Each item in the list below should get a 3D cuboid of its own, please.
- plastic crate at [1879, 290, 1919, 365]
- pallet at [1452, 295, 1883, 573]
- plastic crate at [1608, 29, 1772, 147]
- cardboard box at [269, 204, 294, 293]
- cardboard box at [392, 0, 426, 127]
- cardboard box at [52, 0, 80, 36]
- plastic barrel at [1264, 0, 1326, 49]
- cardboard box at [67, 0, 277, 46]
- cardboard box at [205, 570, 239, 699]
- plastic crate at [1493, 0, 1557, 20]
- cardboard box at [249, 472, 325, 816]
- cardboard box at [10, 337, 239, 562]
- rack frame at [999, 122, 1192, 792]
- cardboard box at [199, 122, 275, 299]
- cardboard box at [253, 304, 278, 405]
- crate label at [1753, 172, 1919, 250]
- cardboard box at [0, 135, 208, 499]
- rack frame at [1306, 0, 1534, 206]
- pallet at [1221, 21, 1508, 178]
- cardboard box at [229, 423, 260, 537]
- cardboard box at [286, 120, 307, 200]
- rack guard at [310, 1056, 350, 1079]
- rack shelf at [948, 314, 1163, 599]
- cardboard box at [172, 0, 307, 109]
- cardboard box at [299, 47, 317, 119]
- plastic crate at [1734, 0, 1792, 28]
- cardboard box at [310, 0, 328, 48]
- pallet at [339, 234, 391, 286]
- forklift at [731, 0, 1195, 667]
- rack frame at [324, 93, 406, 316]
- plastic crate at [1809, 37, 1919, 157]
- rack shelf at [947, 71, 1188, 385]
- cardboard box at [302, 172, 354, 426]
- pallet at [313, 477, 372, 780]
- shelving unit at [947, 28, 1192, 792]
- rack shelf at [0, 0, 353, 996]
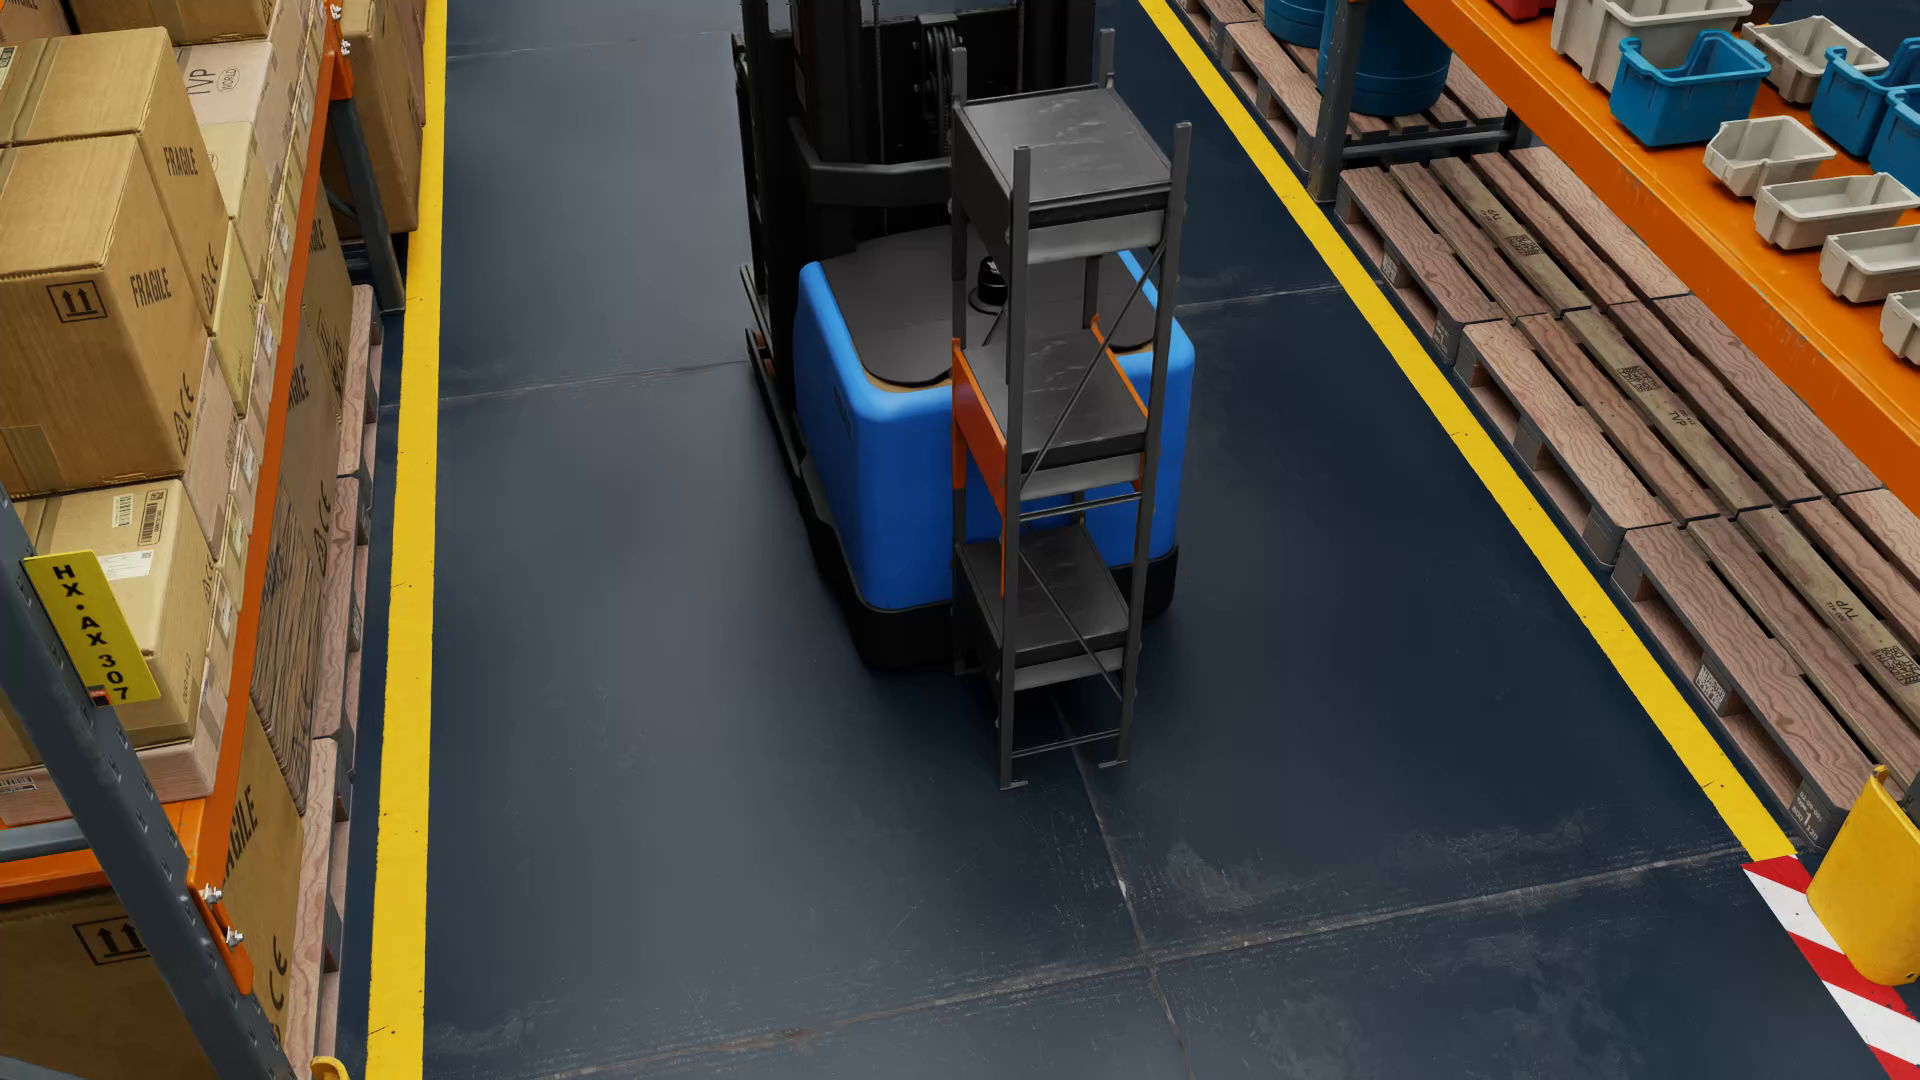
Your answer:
[{"bbox_3d":[2.579,-0.564,4.279,0.396,0.136,0.243,-8,42,-9],"label":"plastic crate"},{"bbox_3d":[2.531,-0.424,6.068,1.003,0.211,1.213,-8,42,-9],"label":"pallet"},{"bbox_3d":[2.238,-1.391,5.139,0.416,0.233,0.300,-8,42,-9],"label":"plastic crate"},{"bbox_3d":[-2.051,-0.778,4.556,0.380,0.149,0.250,-8,42,-9],"label":"cardboard box"},{"bbox_3d":[-3.120,-2.374,7.449,1.225,0.875,0.875,-10,43,-11],"label":"cardboard box"},{"bbox_3d":[-2.816,-1.688,4.717,0.500,0.500,0.500,-8,42,-9],"label":"cardboard box"},{"bbox_3d":[1.814,-2.916,8.040,0.600,0.901,0.708,-8,42,-9],"label":"plastic barrel"},{"bbox_3d":[-2.304,-1.771,4.809,0.500,0.500,0.500,-8,42,-9],"label":"cardboard box"},{"bbox_3d":[-1.716,0.223,3.428,0.380,0.149,0.250,-9,42,-10],"label":"cardboard box"},{"bbox_3d":[2.016,-2.162,5.832,0.402,0.464,0.583,-8,42,-9],"label":"plastic crate"},{"bbox_3d":[-2.318,0.217,4.530,0.875,0.875,0.875,-8,42,-9],"label":"cardboard box"},{"bbox_3d":[-1.864,-0.168,3.569,0.500,0.250,0.500,-9,42,-10],"label":"cardboard box"},{"bbox_3d":[0.308,-0.081,4.260,0.400,2.100,0.015,-11,43,-12],"label":"rack frame"},{"bbox_3d":[-2.086,-0.832,4.317,0.500,0.250,0.500,-9,42,-10],"label":"cardboard box"},{"bbox_3d":[-1.939,-0.444,4.180,0.380,0.149,0.250,-9,42,-10],"label":"cardboard box"},{"bbox_3d":[2.446,-0.931,4.692,0.396,0.136,0.243,-8,42,-9],"label":"crate label"},{"bbox_3d":[-1.853,-0.437,3.307,0.500,0.500,0.500,-9,42,-10],"label":"cardboard box"},{"bbox_3d":[2.068,-2.730,6.566,1.000,3.000,0.127,-8,42,-9],"label":"rack frame"},{"bbox_3d":[1.942,-2.193,8.062,1.003,0.211,1.213,-8,42,-9],"label":"pallet"},{"bbox_3d":[-1.829,-0.112,3.806,0.380,0.149,0.250,-9,42,-10],"label":"cardboard box"},{"bbox_3d":[-2.160,-1.109,4.929,0.380,0.149,0.250,-8,42,-8],"label":"cardboard box"},{"bbox_3d":[-1.900,1.523,3.658,1.175,0.500,0.348,-8,42,-9],"label":"rack guard"},{"bbox_3d":[0.241,-0.227,4.444,0.431,0.518,0.480,-11,43,-12],"label":"rack shelf"},{"bbox_3d":[-2.303,-1.492,5.060,0.500,0.250,0.500,-7,42,-8],"label":"cardboard box"},{"bbox_3d":[-2.272,-1.442,5.305,0.380,0.149,0.250,-9,42,-10],"label":"cardboard box"},{"bbox_3d":[2.572,-1.962,5.863,0.437,0.125,0.590,-8,42,-9],"label":"plastic crate"},{"bbox_3d":[-2.383,-1.776,5.680,0.380,0.149,0.250,-8,42,-9],"label":"cardboard box"},{"bbox_3d":[-3.008,-1.467,7.243,1.003,0.211,1.213,-8,42,-9],"label":"pallet"},{"bbox_3d":[-0.200,-1.689,5.445,1.130,2.935,3.031,-11,43,-12],"label":"forklift"},{"bbox_3d":[-2.768,-2.020,5.766,1.000,3.000,0.127,-8,42,-9],"label":"rack frame"},{"bbox_3d":[2.851,-1.352,5.095,0.416,0.233,0.300,-8,42,-9],"label":"plastic crate"},{"bbox_3d":[0.241,-0.750,3.980,0.431,0.518,0.480,-11,43,-12],"label":"rack shelf"},{"bbox_3d":[-2.704,-0.943,5.837,0.875,0.875,0.875,-8,42,-9],"label":"cardboard box"},{"bbox_3d":[-2.414,0.319,5.232,1.003,0.211,1.213,-8,42,-9],"label":"pallet"},{"bbox_3d":[0.241,-0.237,4.435,0.431,2.100,0.503,-11,43,-12],"label":"shelving unit"},{"bbox_3d":[-2.337,-0.455,4.545,1.077,0.370,4.000,-8,42,-9],"label":"rack shelf"}]
